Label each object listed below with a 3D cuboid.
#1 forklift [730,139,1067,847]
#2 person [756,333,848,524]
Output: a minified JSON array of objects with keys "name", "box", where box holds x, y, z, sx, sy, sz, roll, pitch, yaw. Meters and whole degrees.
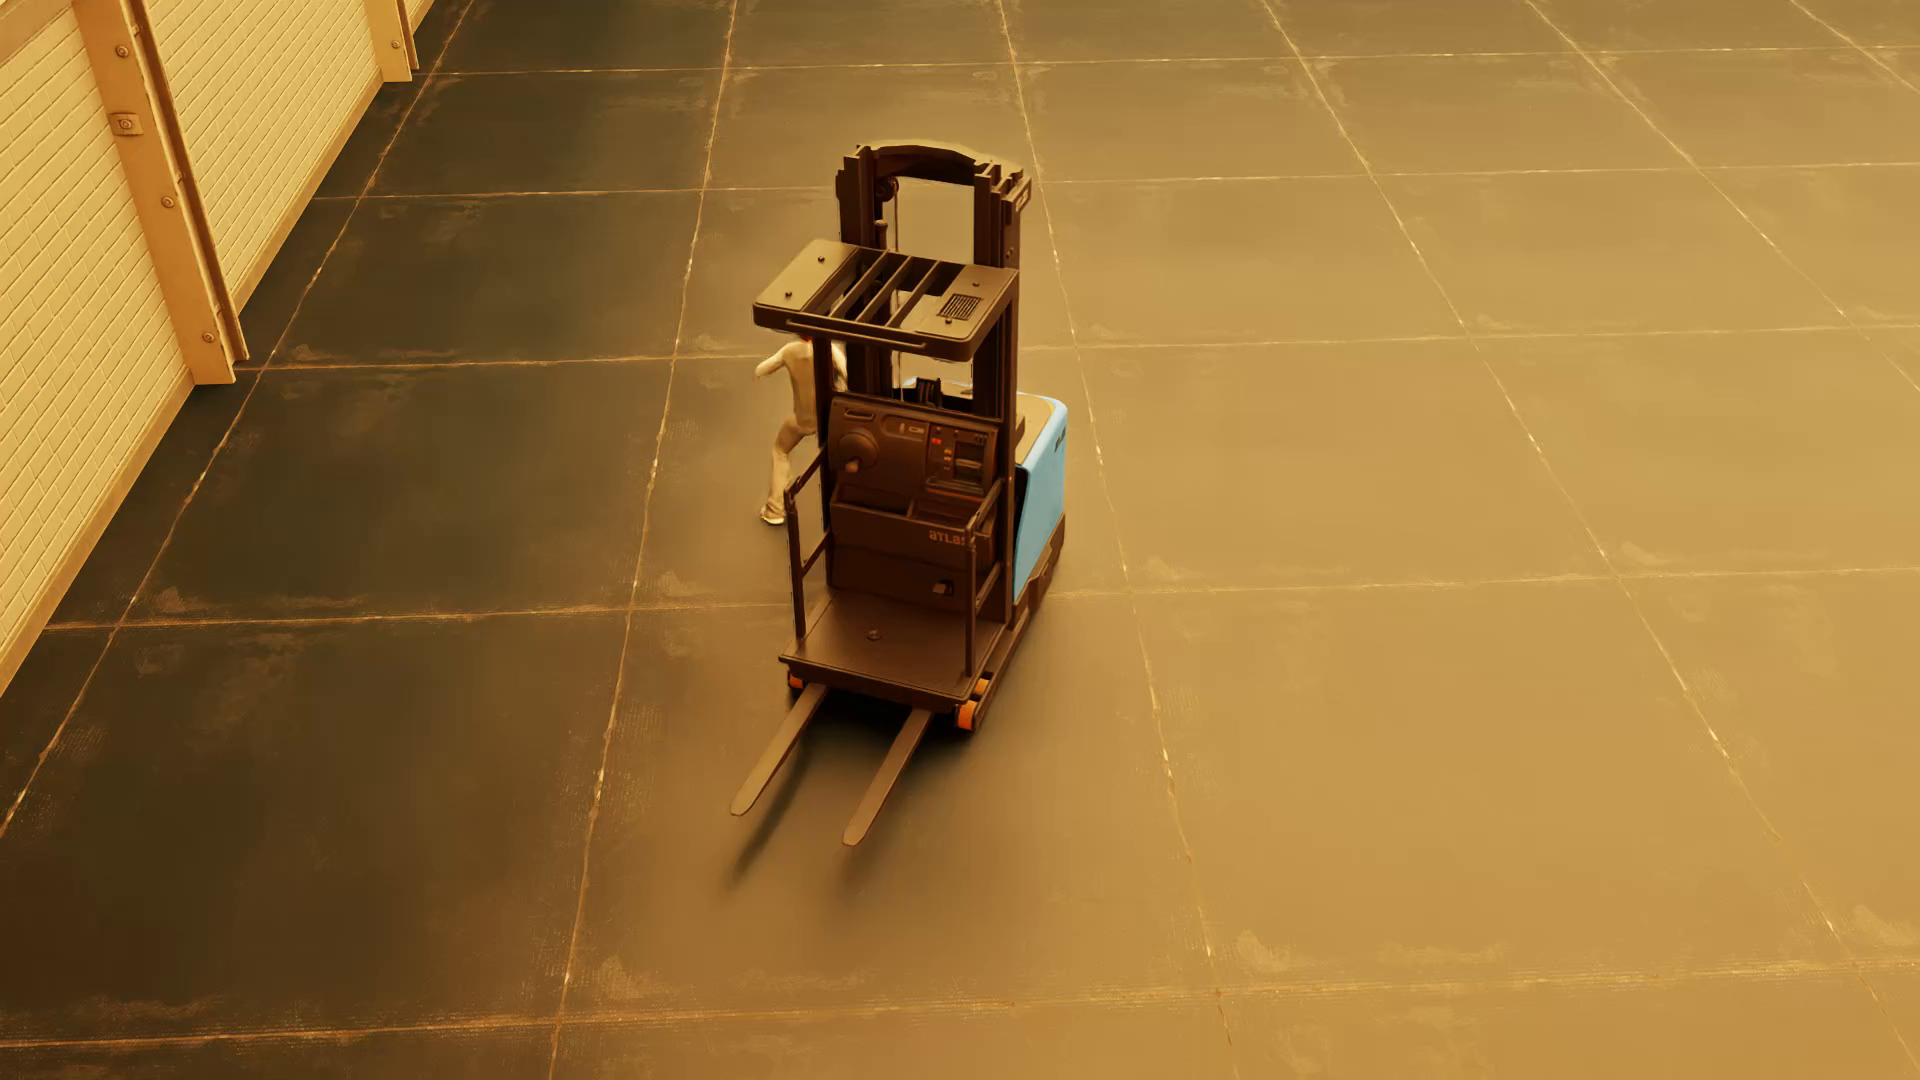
[{"name":"forklift","box":[-0.324,-0.421,8.589,1.130,2.935,3.031,12,38,16]},{"name":"person","box":[-0.917,-0.837,10.463,0.855,1.462,0.738,6,36,8]}]
